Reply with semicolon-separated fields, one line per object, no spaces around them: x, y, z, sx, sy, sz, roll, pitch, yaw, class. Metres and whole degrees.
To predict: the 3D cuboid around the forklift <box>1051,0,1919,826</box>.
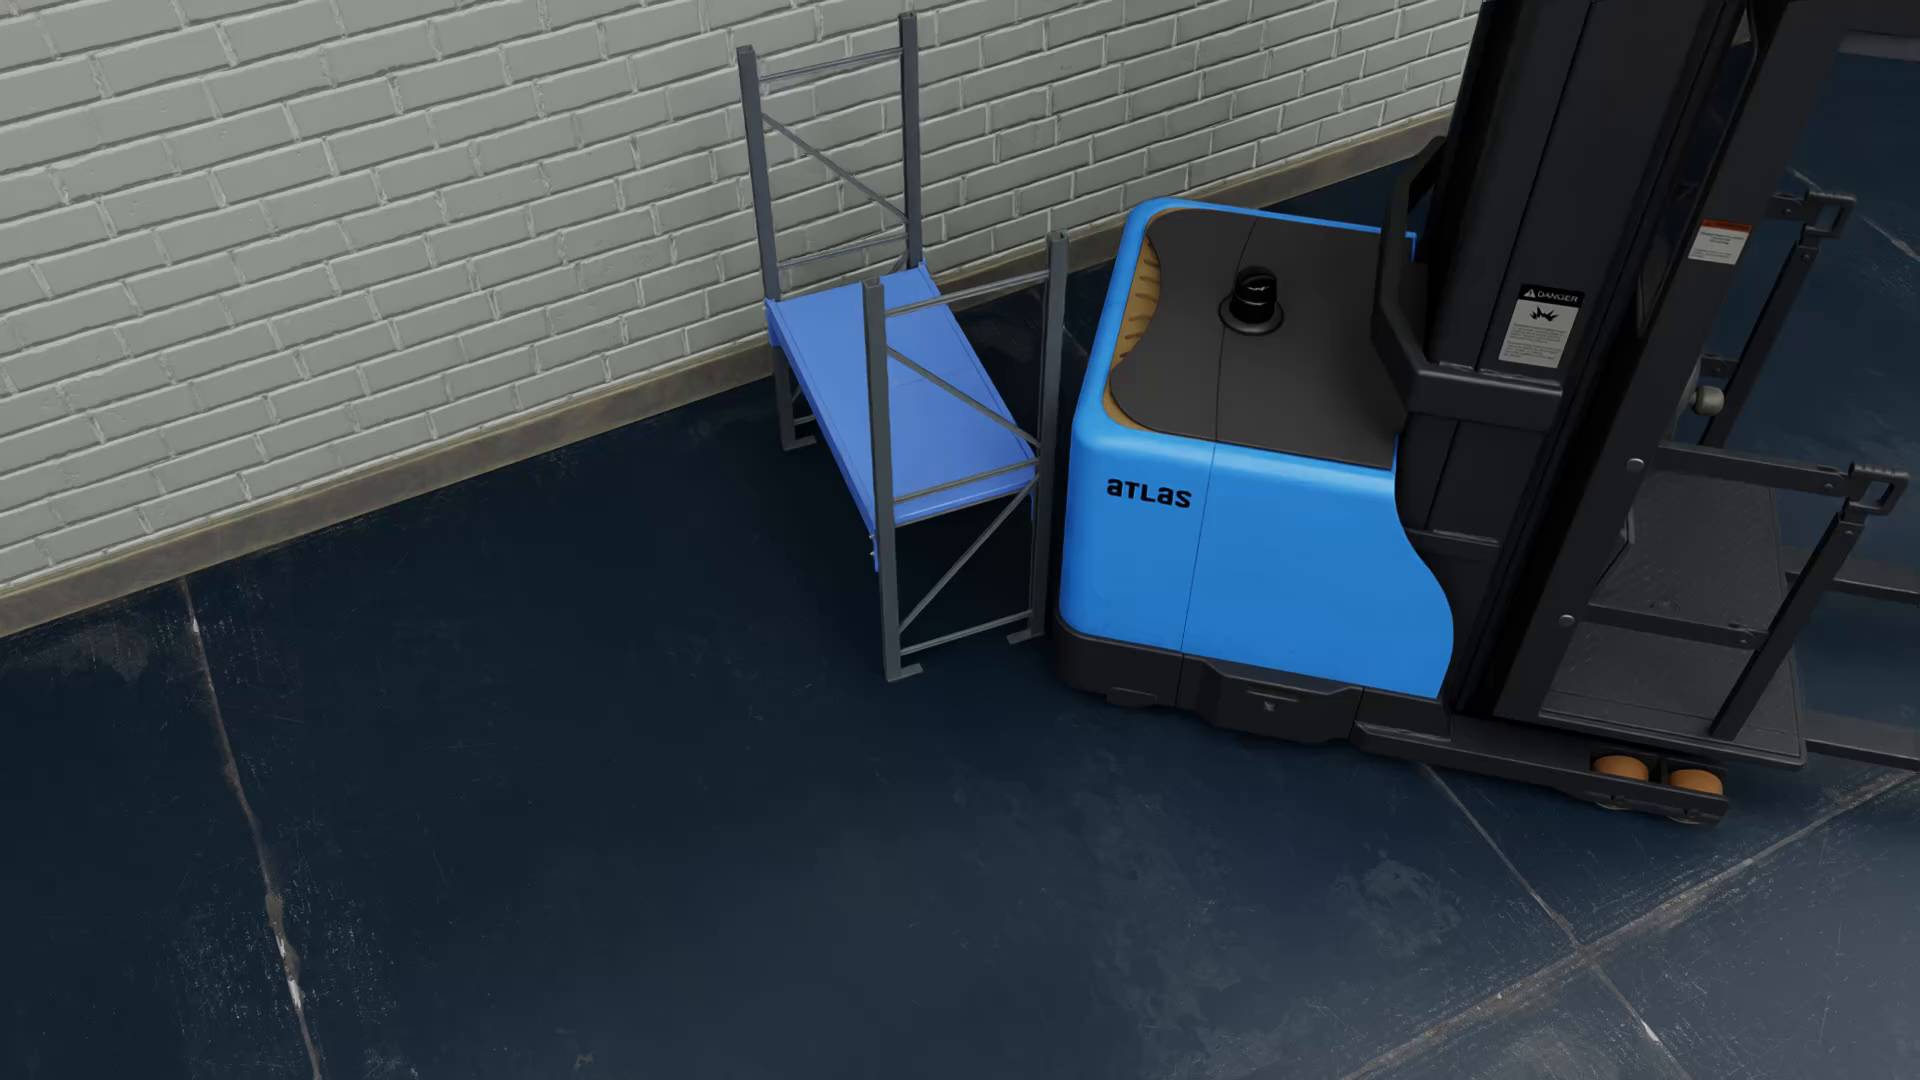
1.837;-0.629;3.853;3.031;2.935;1.130;10;50;9;forklift

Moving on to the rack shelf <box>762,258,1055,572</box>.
-0.169;-0.391;4.834;0.538;0.185;1.000;-16;51;-14;rack shelf

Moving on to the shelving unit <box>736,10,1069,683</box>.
-0.169;-0.509;4.699;0.538;1.500;1.048;-16;51;-14;shelving unit

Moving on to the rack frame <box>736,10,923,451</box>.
-0.354;-0.866;5.011;0.500;1.500;0.032;-16;51;-14;rack frame

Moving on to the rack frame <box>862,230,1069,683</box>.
0.015;-0.153;4.387;0.500;1.500;0.032;-16;51;-14;rack frame
